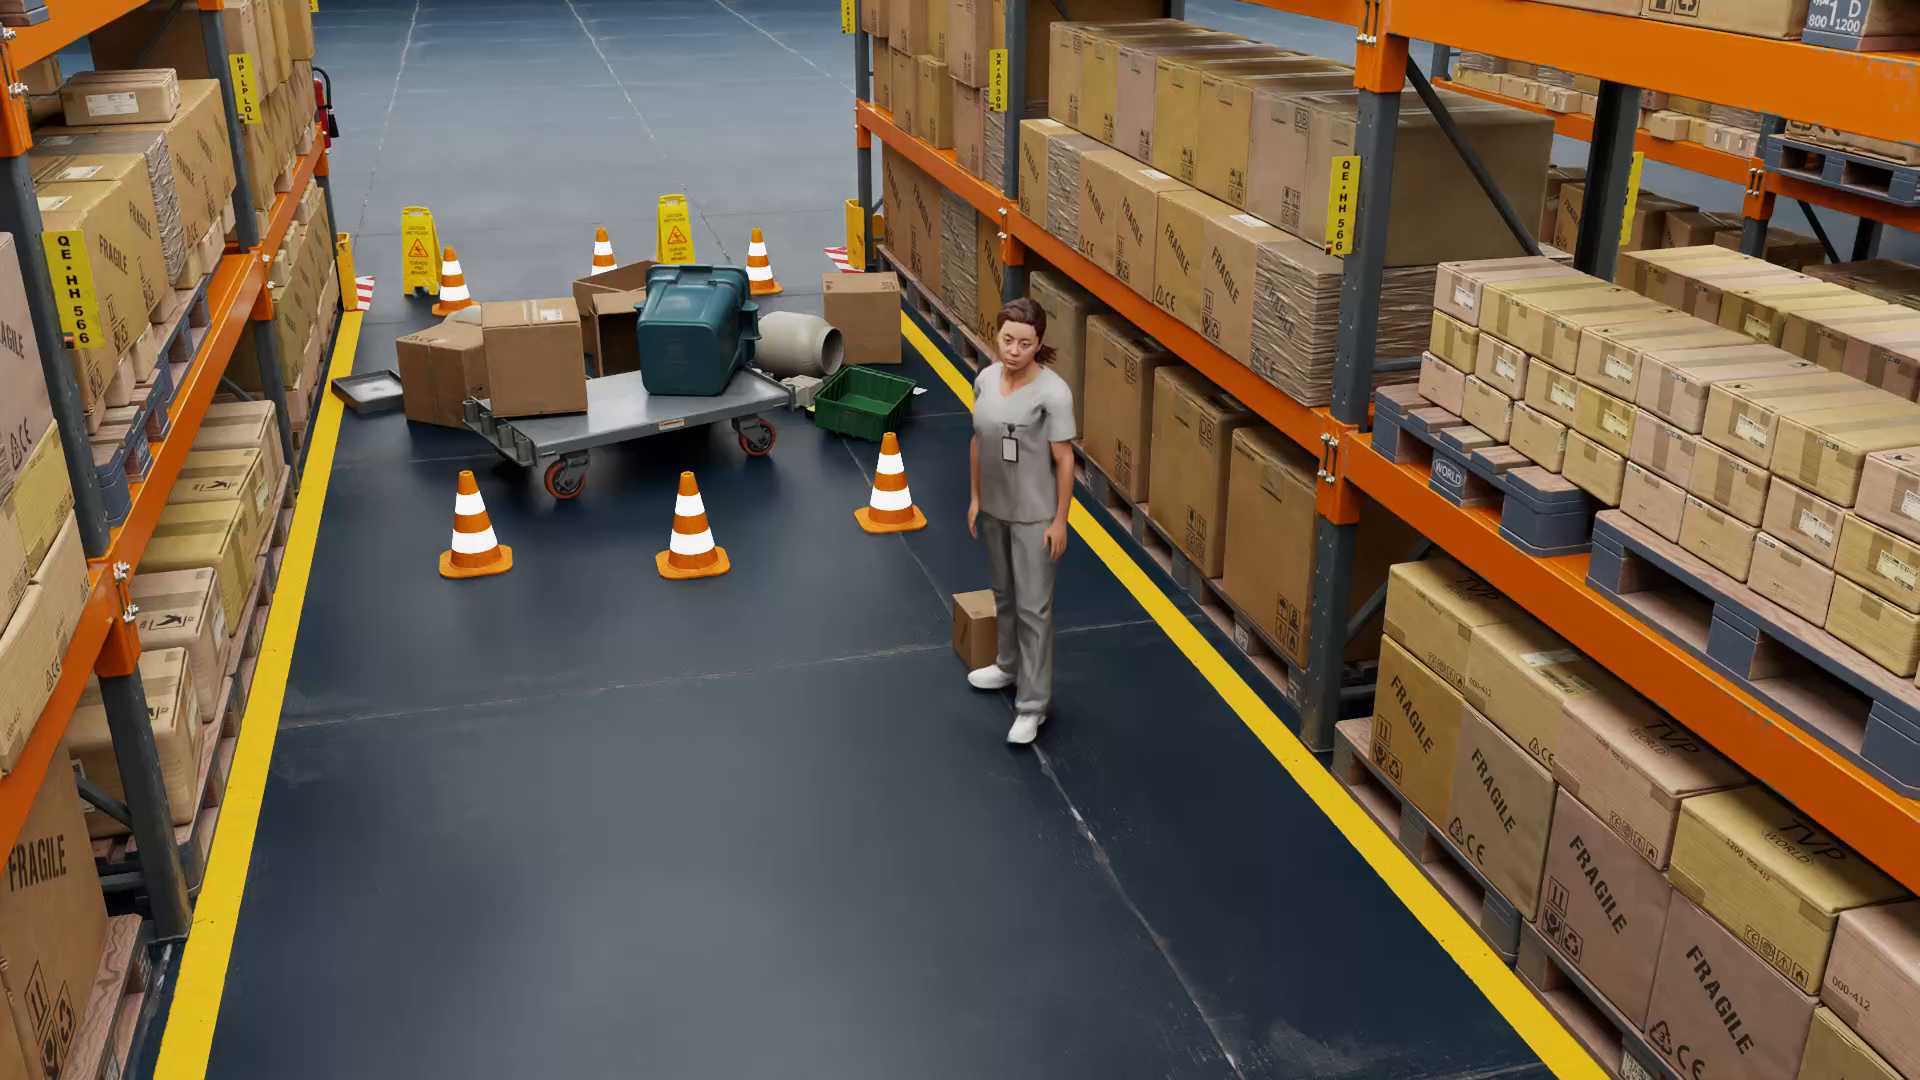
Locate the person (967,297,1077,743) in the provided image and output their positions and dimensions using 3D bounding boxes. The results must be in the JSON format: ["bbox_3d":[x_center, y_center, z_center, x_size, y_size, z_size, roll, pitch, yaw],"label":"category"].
[{"bbox_3d":[0.206,-0.103,6.294,0.519,1.669,0.496,21,31,40],"label":"person"}]
